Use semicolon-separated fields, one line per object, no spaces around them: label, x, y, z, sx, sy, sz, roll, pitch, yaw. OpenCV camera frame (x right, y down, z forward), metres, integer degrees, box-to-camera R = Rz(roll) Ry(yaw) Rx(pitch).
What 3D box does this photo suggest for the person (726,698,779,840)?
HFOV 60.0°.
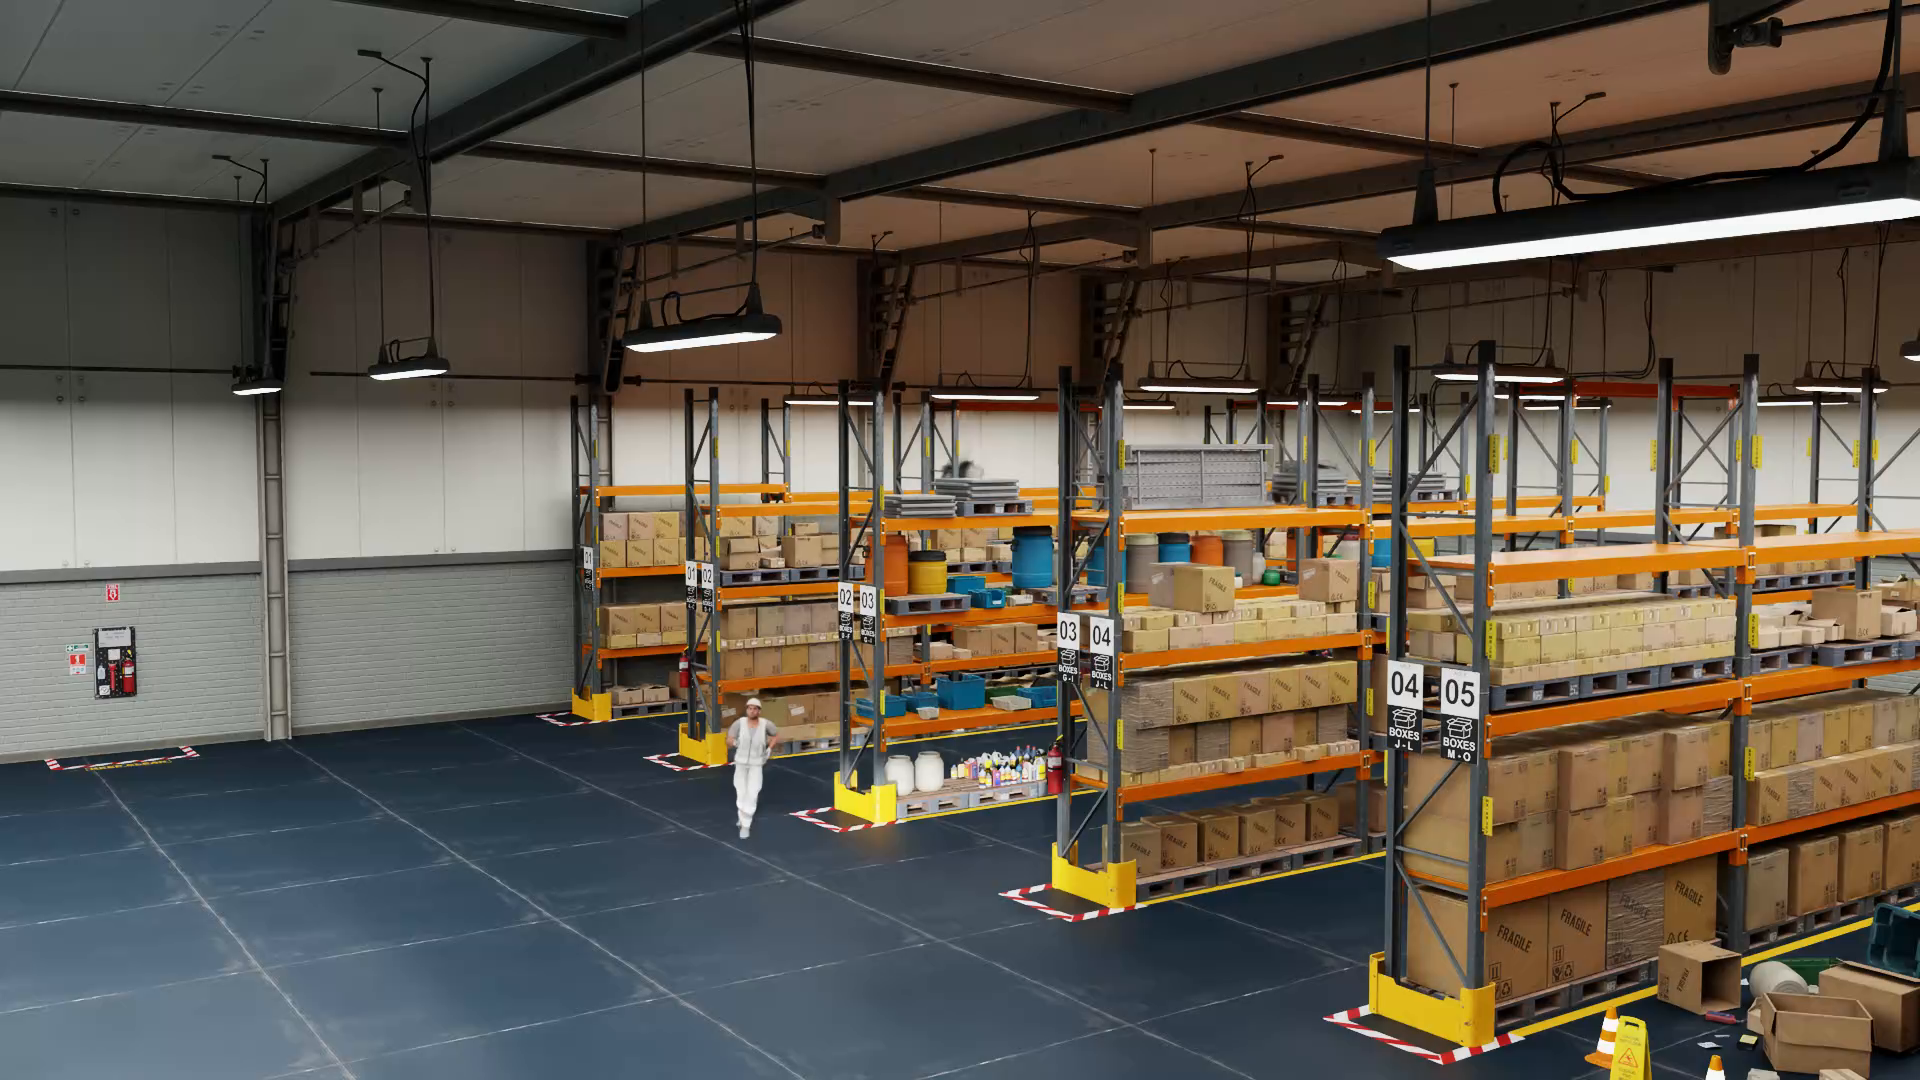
person;-2.729;2.974;21.764;0.652;1.842;0.756;0;3;3
